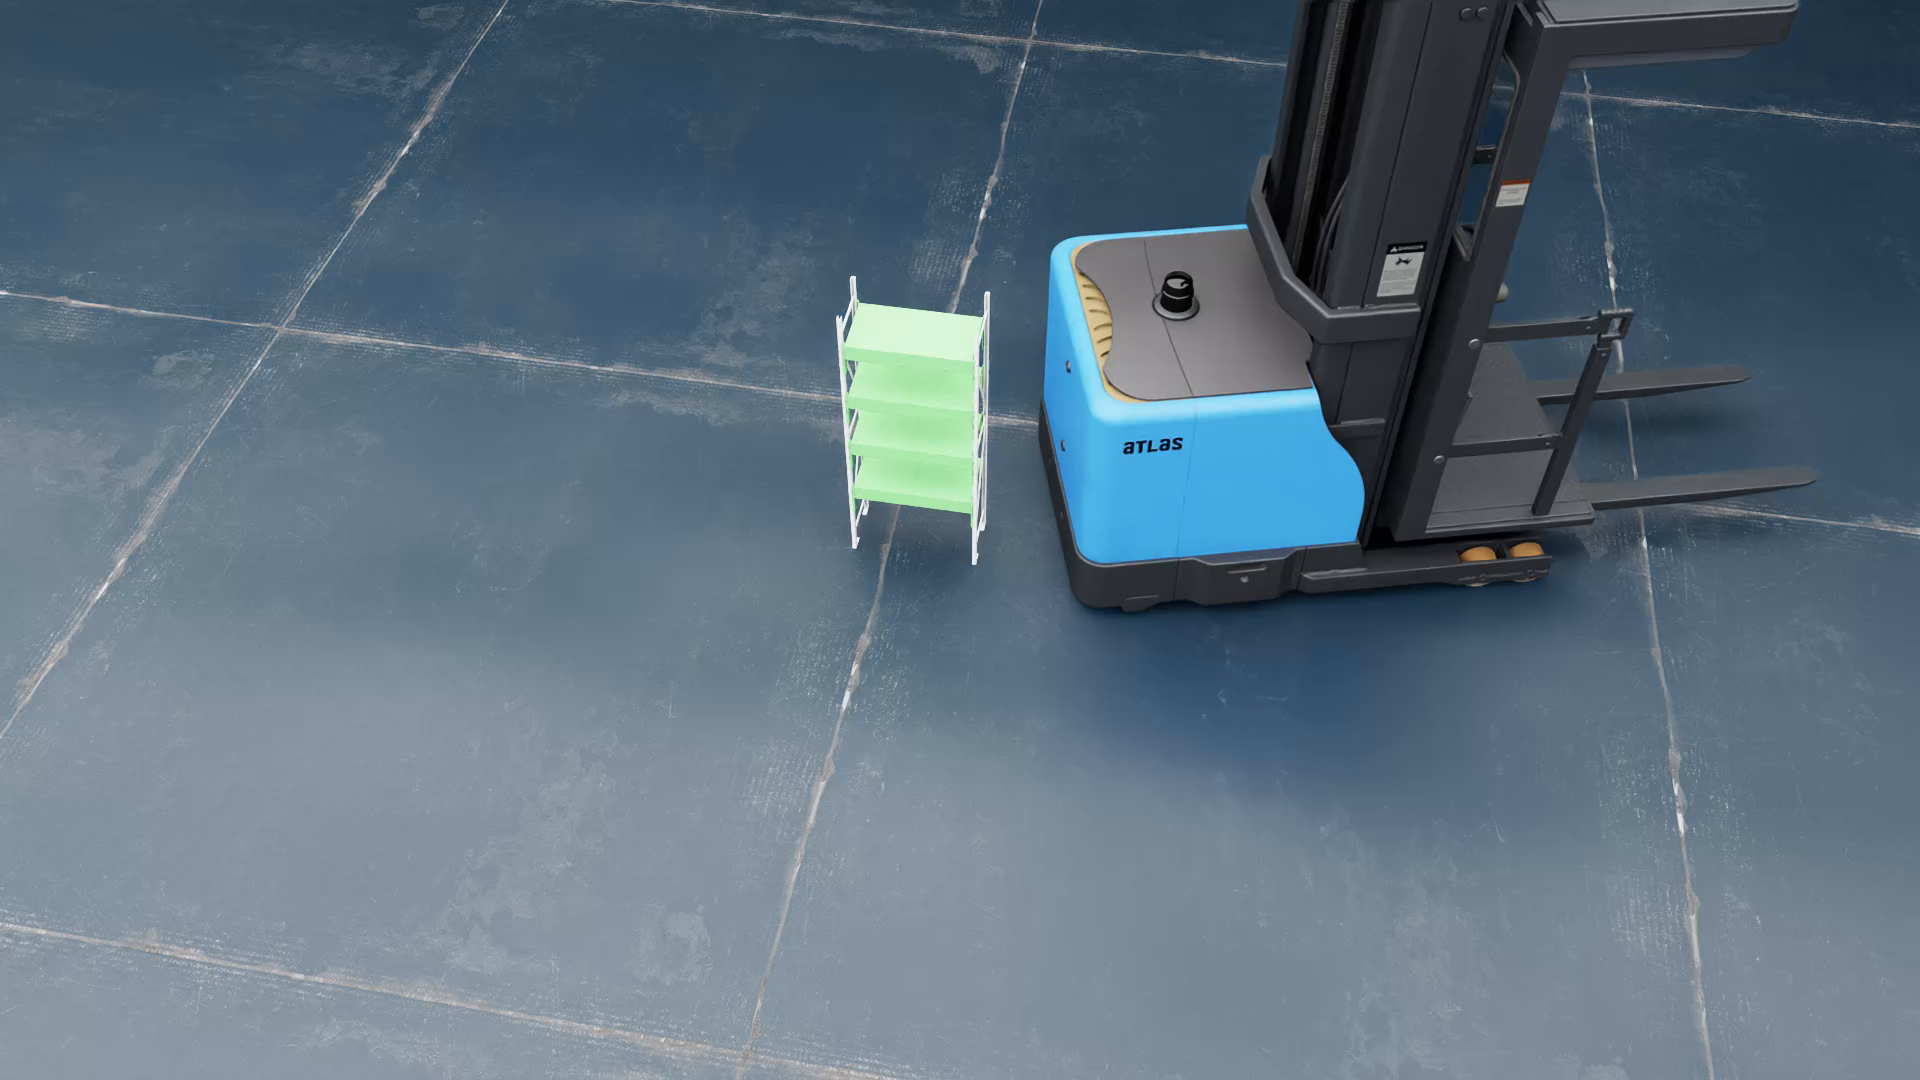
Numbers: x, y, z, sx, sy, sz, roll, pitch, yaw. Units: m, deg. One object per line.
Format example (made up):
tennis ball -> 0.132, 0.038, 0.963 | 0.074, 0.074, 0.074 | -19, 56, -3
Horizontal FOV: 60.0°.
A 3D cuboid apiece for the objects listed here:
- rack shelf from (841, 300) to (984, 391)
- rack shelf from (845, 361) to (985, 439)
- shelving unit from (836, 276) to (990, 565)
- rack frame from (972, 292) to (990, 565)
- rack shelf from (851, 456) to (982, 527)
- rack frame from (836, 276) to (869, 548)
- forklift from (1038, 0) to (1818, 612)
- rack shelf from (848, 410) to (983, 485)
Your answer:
rack shelf -> -0.163, -0.701, 5.986 | 0.480, 0.148, 0.258 | 8, 49, 7
rack shelf -> -0.163, -0.541, 6.164 | 0.480, 0.148, 0.258 | 8, 49, 7
shelving unit -> -0.163, -0.423, 6.295 | 0.503, 1.200, 0.258 | 8, 49, 7
rack frame -> 0.077, -0.391, 6.266 | 0.015, 1.200, 0.240 | 8, 49, 7
rack shelf -> -0.163, -0.220, 6.521 | 0.480, 0.148, 0.258 | 8, 49, 7
rack frame -> -0.403, -0.455, 6.324 | 0.015, 1.200, 0.240 | 8, 49, 7
forklift -> 1.886, -1.184, 5.816 | 3.031, 2.935, 1.130 | -5, 48, -5
rack shelf -> -0.163, -0.380, 6.343 | 0.480, 0.148, 0.258 | 8, 49, 7
